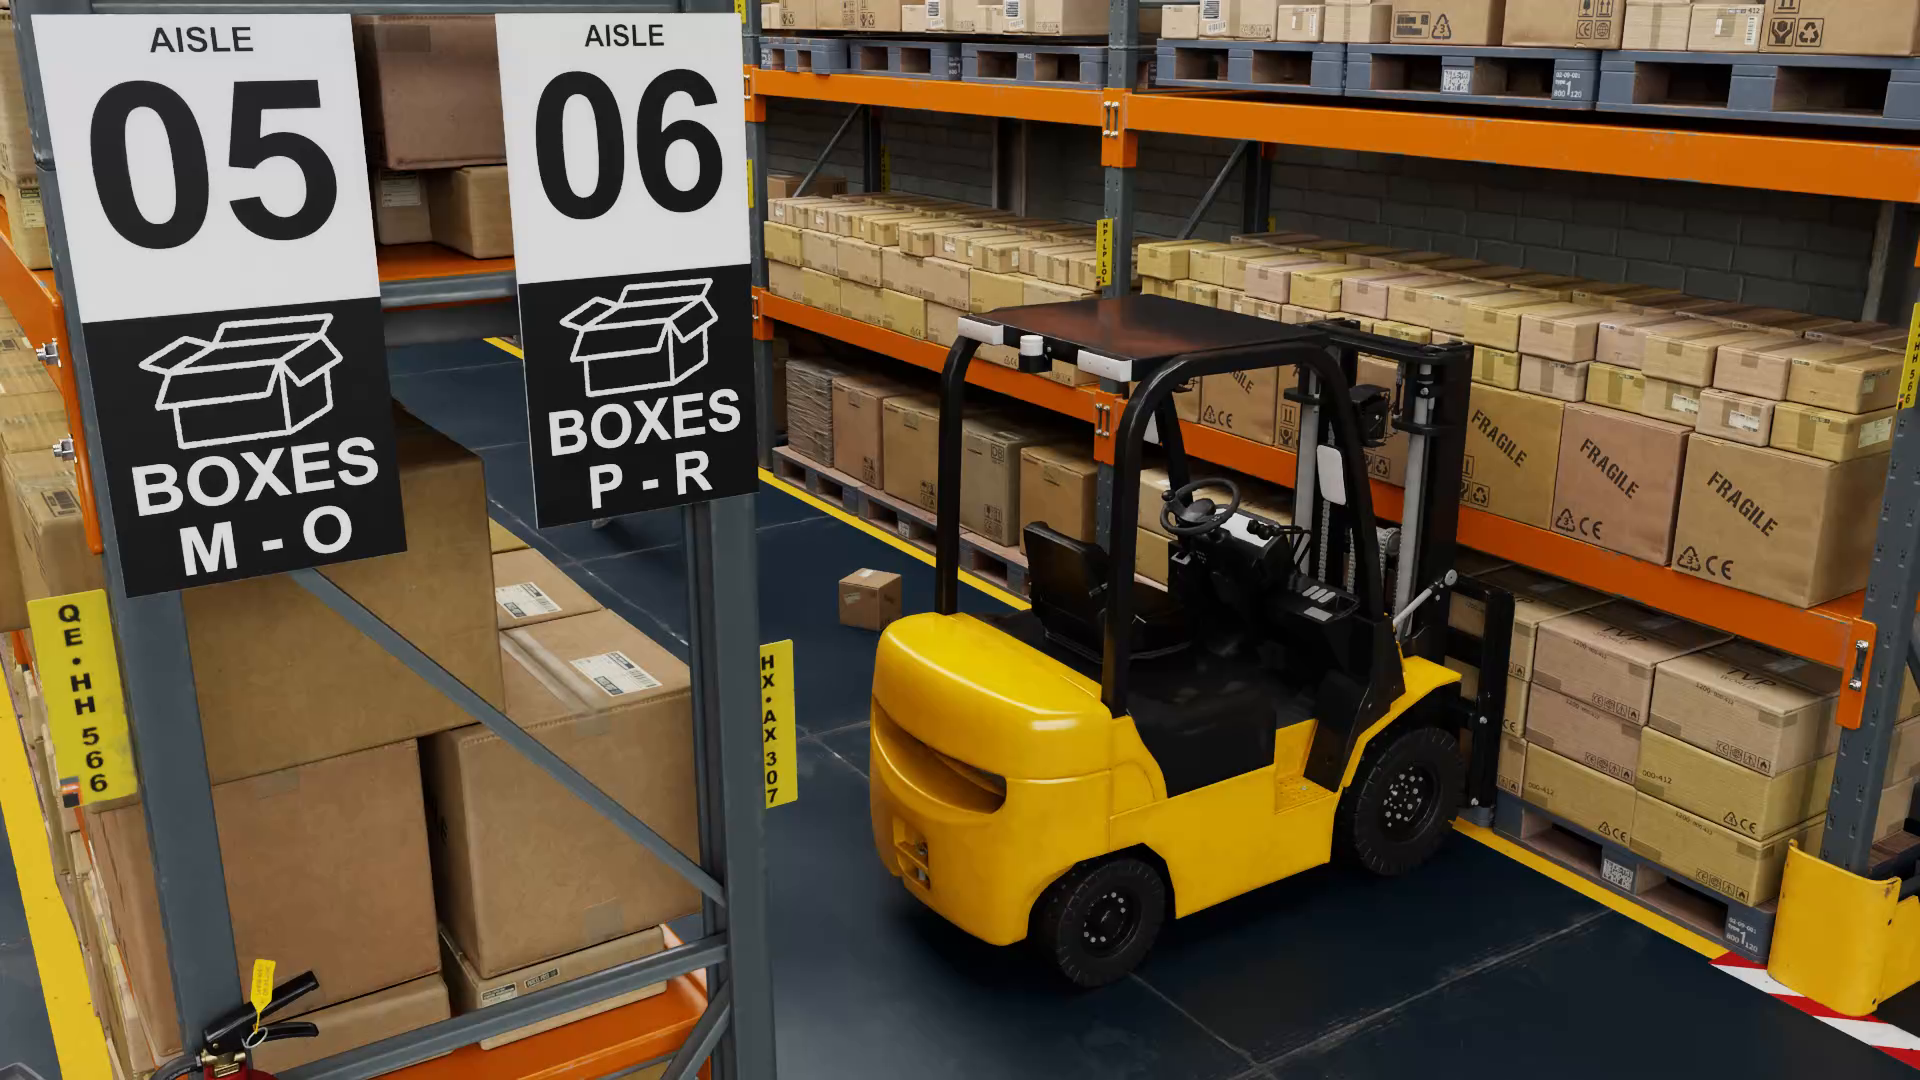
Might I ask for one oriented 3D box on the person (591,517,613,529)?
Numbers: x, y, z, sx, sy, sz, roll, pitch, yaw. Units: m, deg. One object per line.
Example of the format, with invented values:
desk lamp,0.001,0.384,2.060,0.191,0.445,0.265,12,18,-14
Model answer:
person,-2.309,-0.949,10.475,0.579,1.762,0.735,-15,23,-39
